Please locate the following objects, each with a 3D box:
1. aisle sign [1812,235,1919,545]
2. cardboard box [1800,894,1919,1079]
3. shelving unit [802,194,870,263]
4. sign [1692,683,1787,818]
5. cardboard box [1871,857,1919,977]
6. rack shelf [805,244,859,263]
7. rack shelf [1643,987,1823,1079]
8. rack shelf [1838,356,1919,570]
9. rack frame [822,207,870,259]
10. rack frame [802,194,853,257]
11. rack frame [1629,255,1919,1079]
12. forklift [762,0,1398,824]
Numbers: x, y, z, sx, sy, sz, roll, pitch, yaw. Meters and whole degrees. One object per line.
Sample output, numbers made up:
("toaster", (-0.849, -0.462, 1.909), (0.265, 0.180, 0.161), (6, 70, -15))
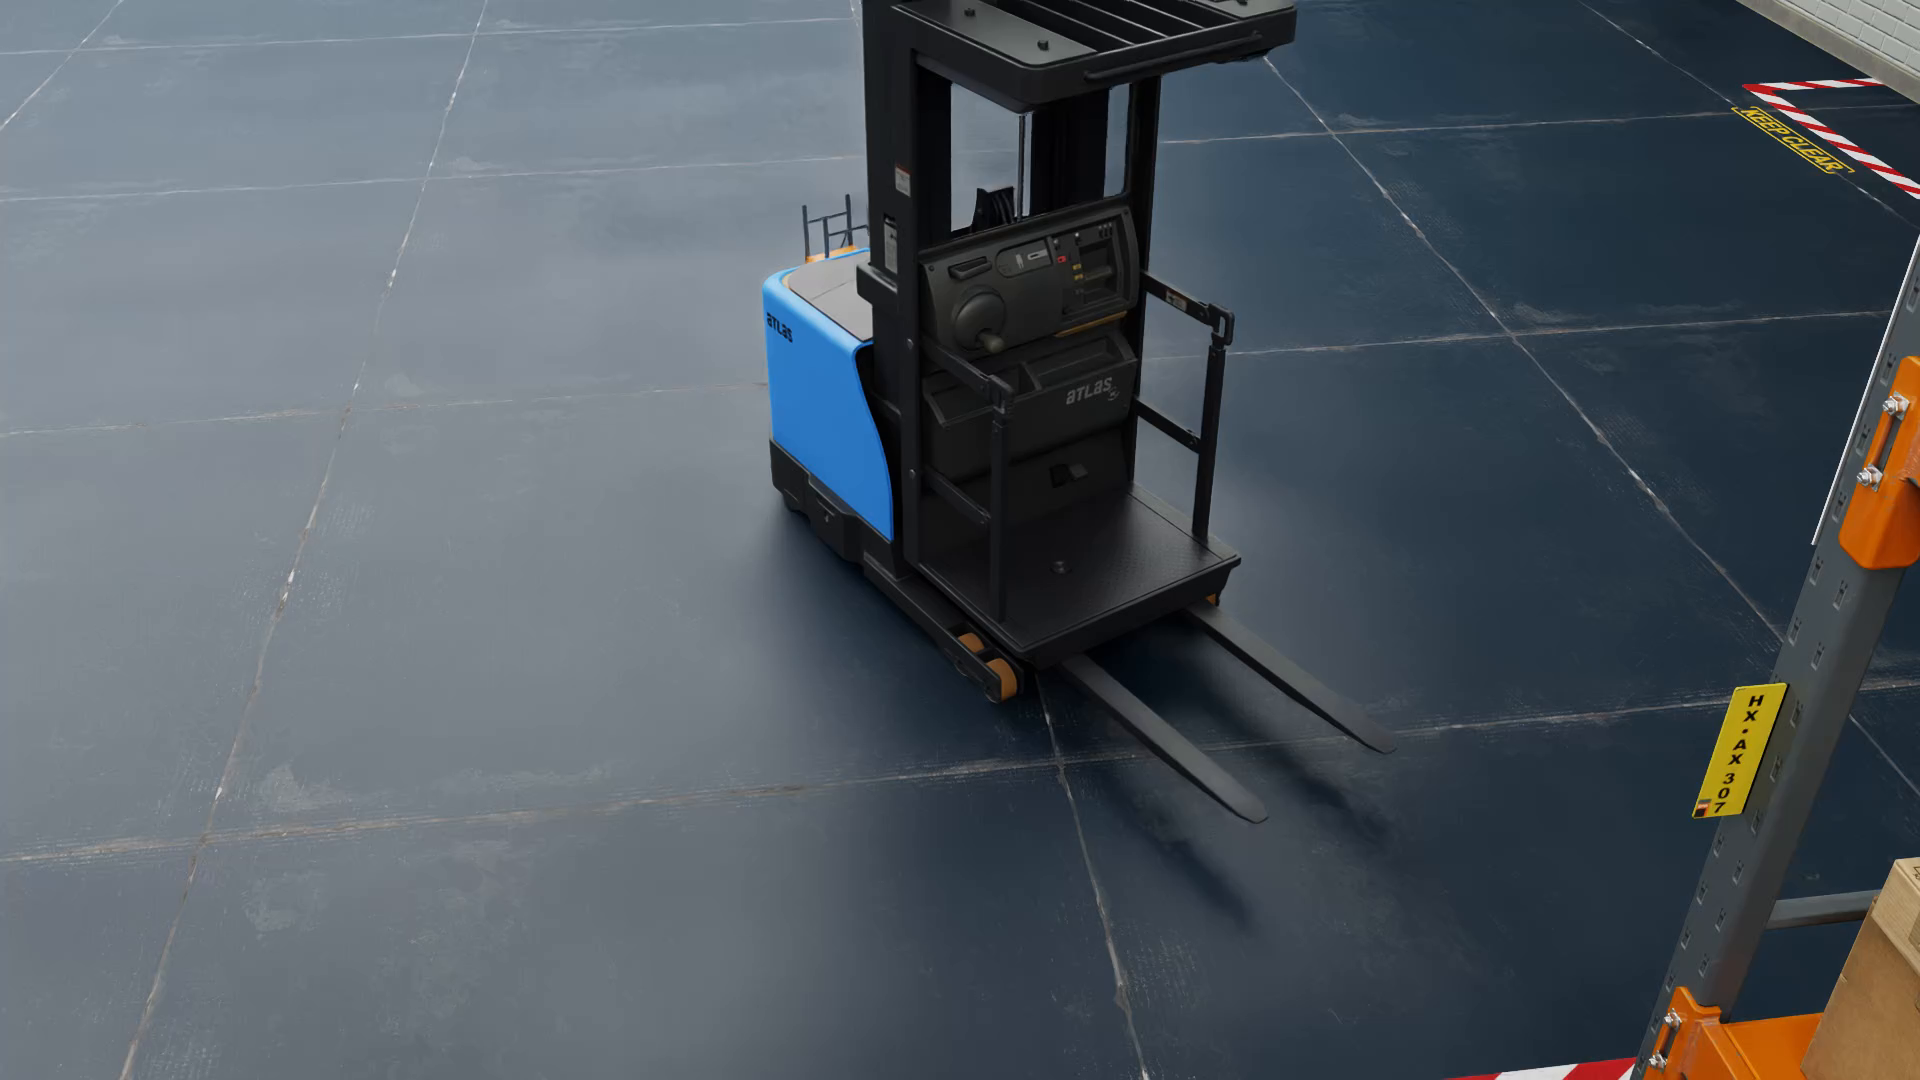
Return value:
("aisle sign", (1.715, -0.333, 2.766), (0.394, 0.787, 0.004), (-4, 35, -6))
("cardboard box", (2.078, 0.975, 3.067), (0.700, 0.500, 0.500), (-4, 35, -6))
("shelving unit", (-0.527, -0.950, 7.573), (0.258, 1.200, 0.189), (-20, 37, -27))
("sign", (1.477, 0.403, 3.156), (0.100, 0.325, 0.005), (-4, 35, -6))
("cardboard box", (1.867, 0.681, 2.922), (0.380, 0.149, 0.250), (-5, 35, -7))
("rack shelf", (-0.533, -1.216, 7.403), (0.258, 0.103, 0.180), (-20, 37, -27))
("rack shelf", (2.297, 2.168, 2.043), (1.077, 0.370, 4.000), (-4, 35, -6))
("rack shelf", (2.297, 0.929, 1.199), (1.077, 0.370, 4.000), (-4, 35, -6))
("rack frame", (-0.476, -0.910, 7.508), (0.240, 1.200, 0.006), (-20, 37, -27))
("rack frame", (-0.577, -0.990, 7.638), (0.240, 1.200, 0.006), (-20, 37, -27))
("rack frame", (2.031, 0.755, 3.479), (0.949, 2.616, 0.053), (-4, 35, -6))
("forklift", (0.398, -0.901, 5.969), (1.130, 2.935, 3.031), (-21, 40, -28))
